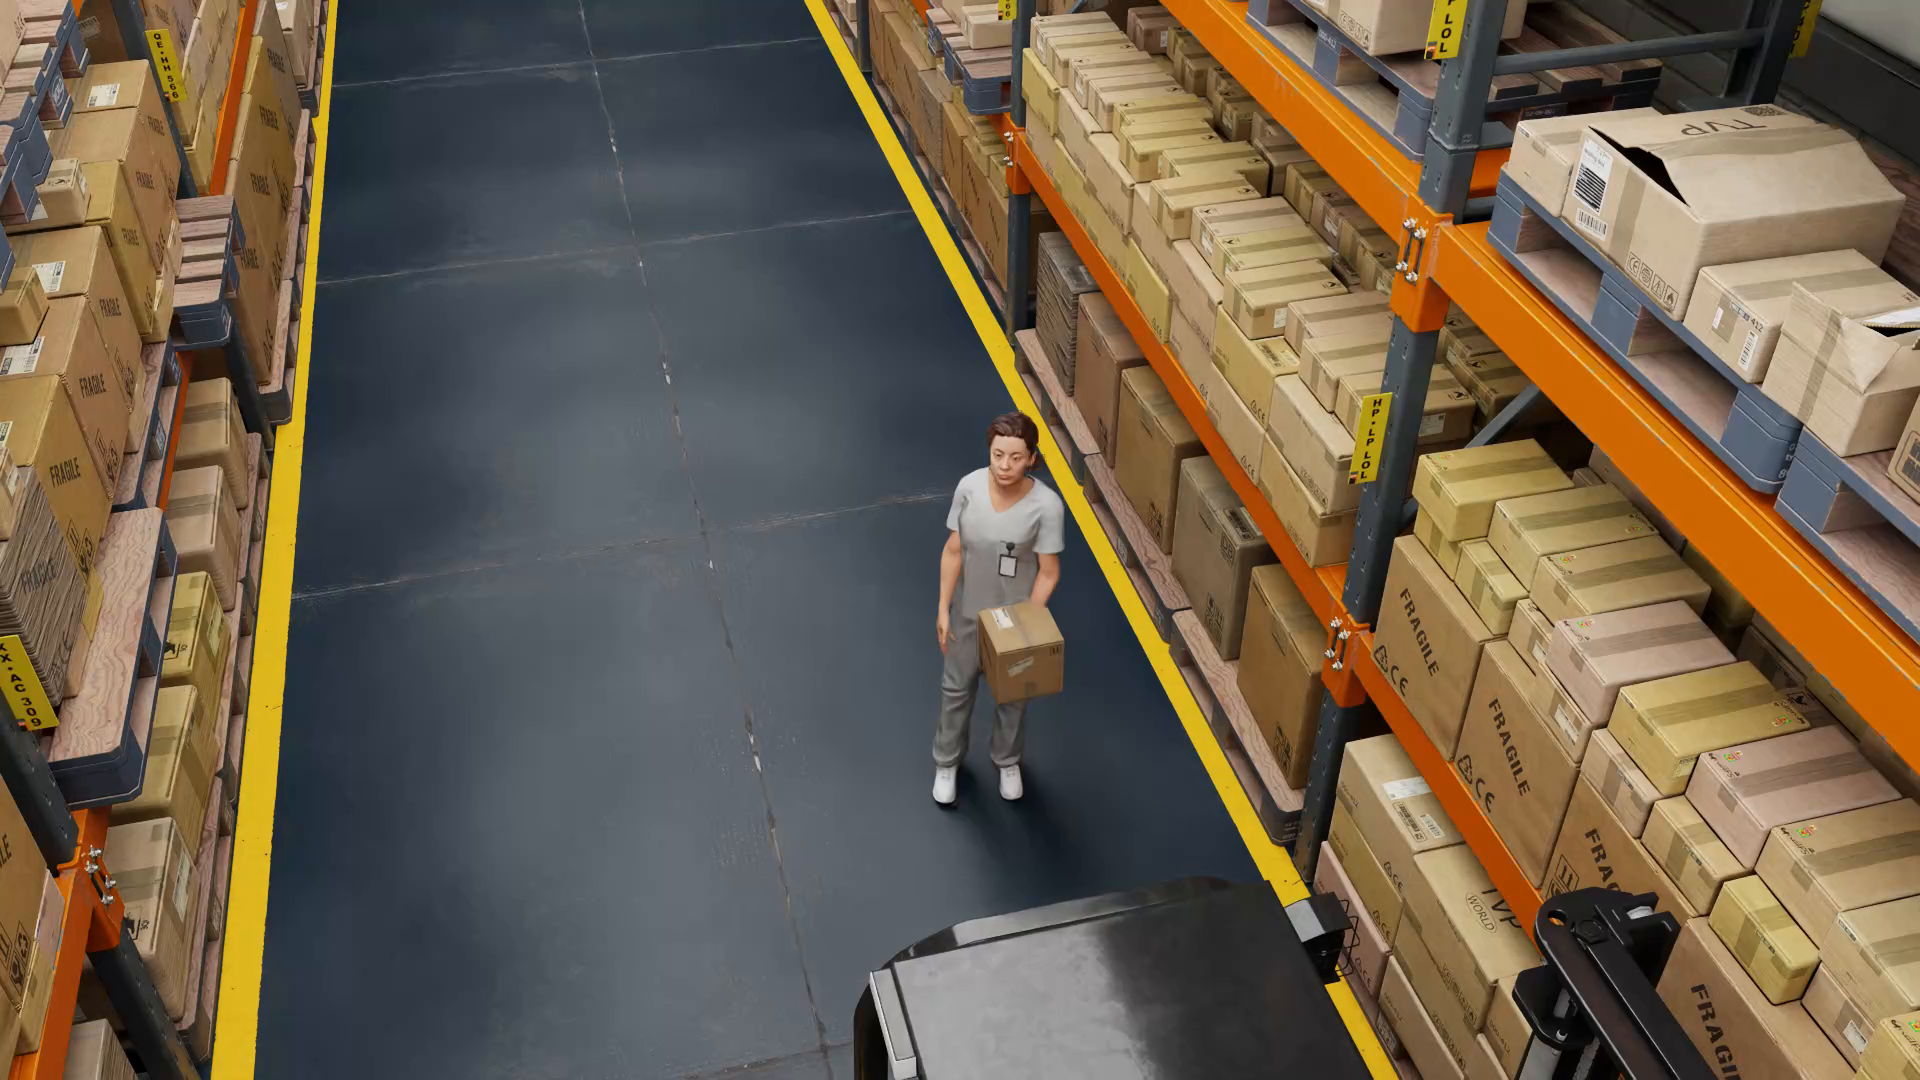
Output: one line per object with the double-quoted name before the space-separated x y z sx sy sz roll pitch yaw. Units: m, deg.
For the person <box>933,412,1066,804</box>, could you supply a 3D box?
"person" 0.136 0.289 6.282 0.484 1.673 0.519 12 40 14
